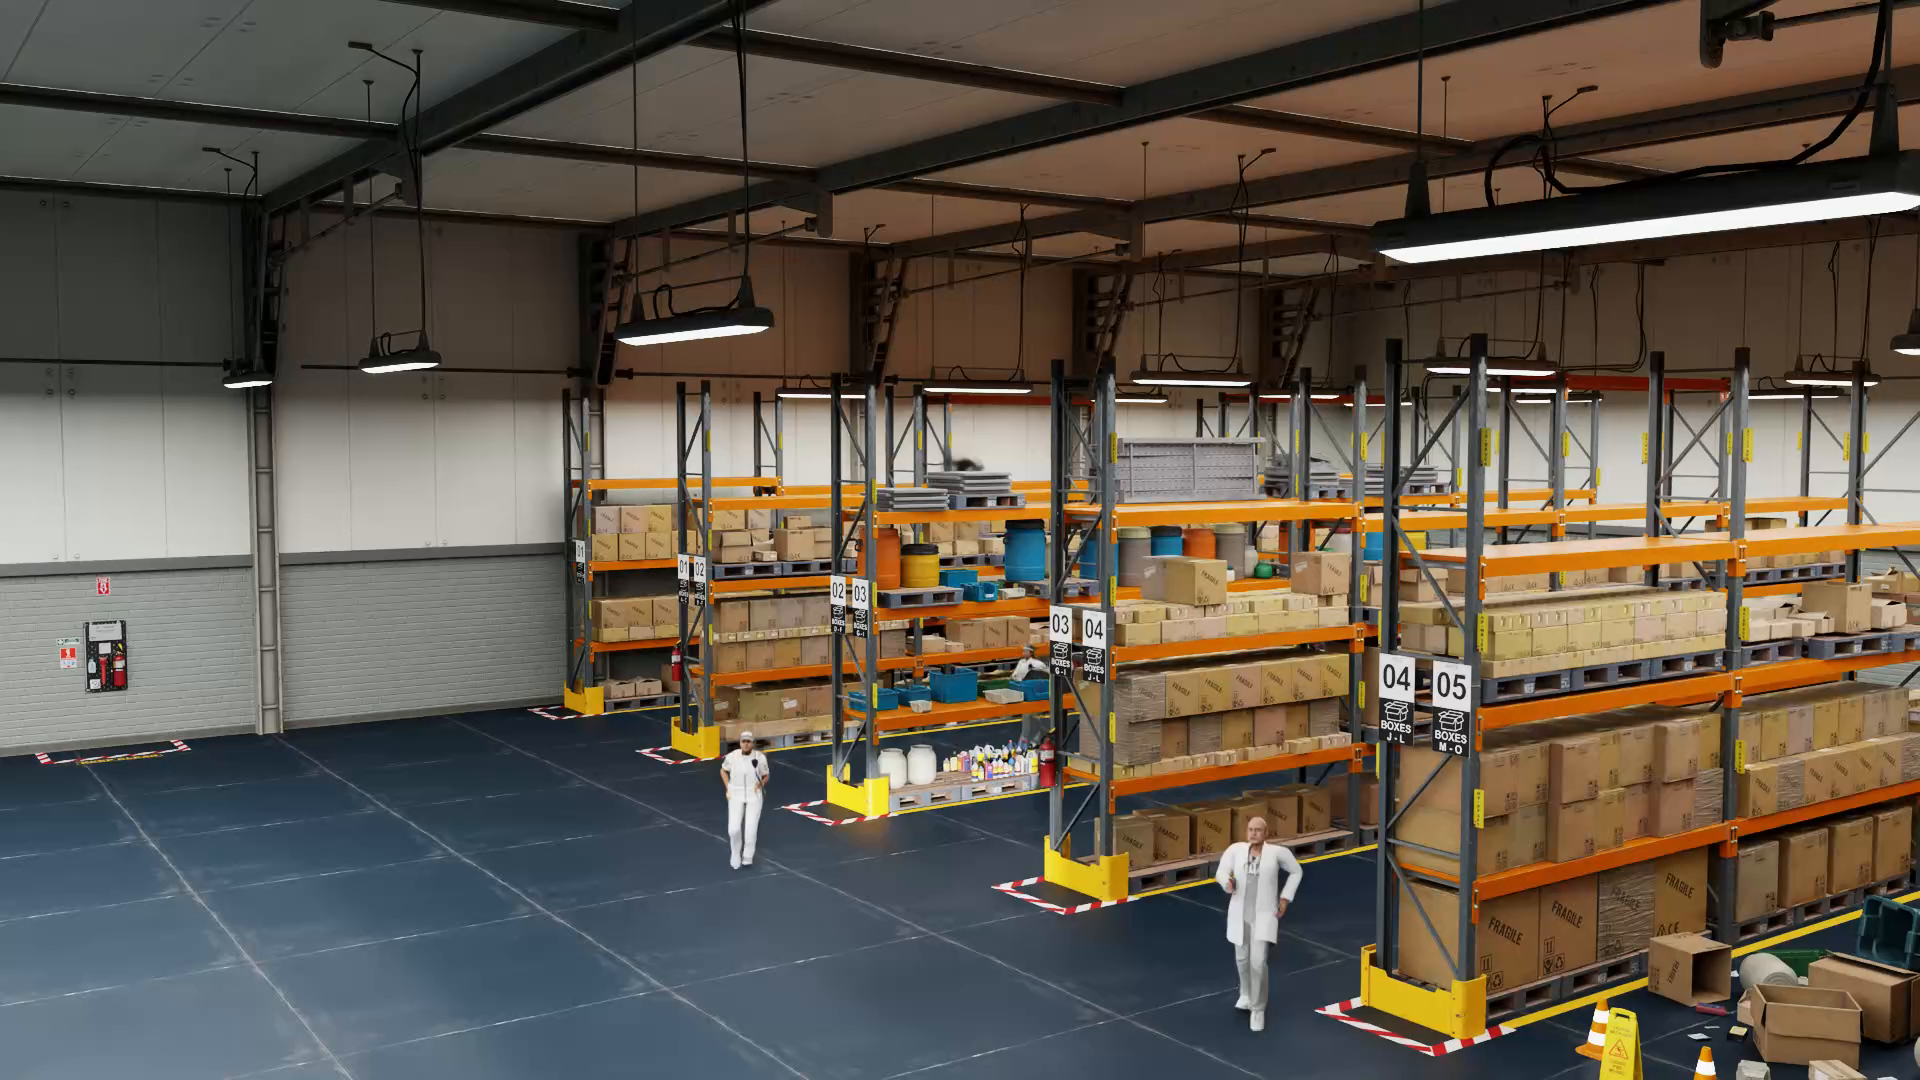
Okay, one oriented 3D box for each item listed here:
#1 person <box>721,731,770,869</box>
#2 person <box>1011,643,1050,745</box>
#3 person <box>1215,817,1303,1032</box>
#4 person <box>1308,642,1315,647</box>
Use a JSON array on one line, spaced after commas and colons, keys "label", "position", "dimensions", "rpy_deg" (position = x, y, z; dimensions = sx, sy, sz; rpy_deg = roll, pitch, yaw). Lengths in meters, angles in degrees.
[{"label": "person", "position": [-2.543, 3.082, 19.683], "dimensions": [0.578, 1.648, 0.627], "rpy_deg": [0, 4, -7]}, {"label": "person", "position": [1.162, 2.554, 27.379], "dimensions": [0.805, 1.736, 0.612], "rpy_deg": [-3, 5, -41]}, {"label": "person", "position": [2.586, 3.347, 14.610], "dimensions": [0.720, 1.843, 0.758], "rpy_deg": [2, 4, 27]}, {"label": "person", "position": [6.453, 2.245, 31.770], "dimensions": [0.683, 1.754, 0.676], "rpy_deg": [-4, 5, -44]}]
